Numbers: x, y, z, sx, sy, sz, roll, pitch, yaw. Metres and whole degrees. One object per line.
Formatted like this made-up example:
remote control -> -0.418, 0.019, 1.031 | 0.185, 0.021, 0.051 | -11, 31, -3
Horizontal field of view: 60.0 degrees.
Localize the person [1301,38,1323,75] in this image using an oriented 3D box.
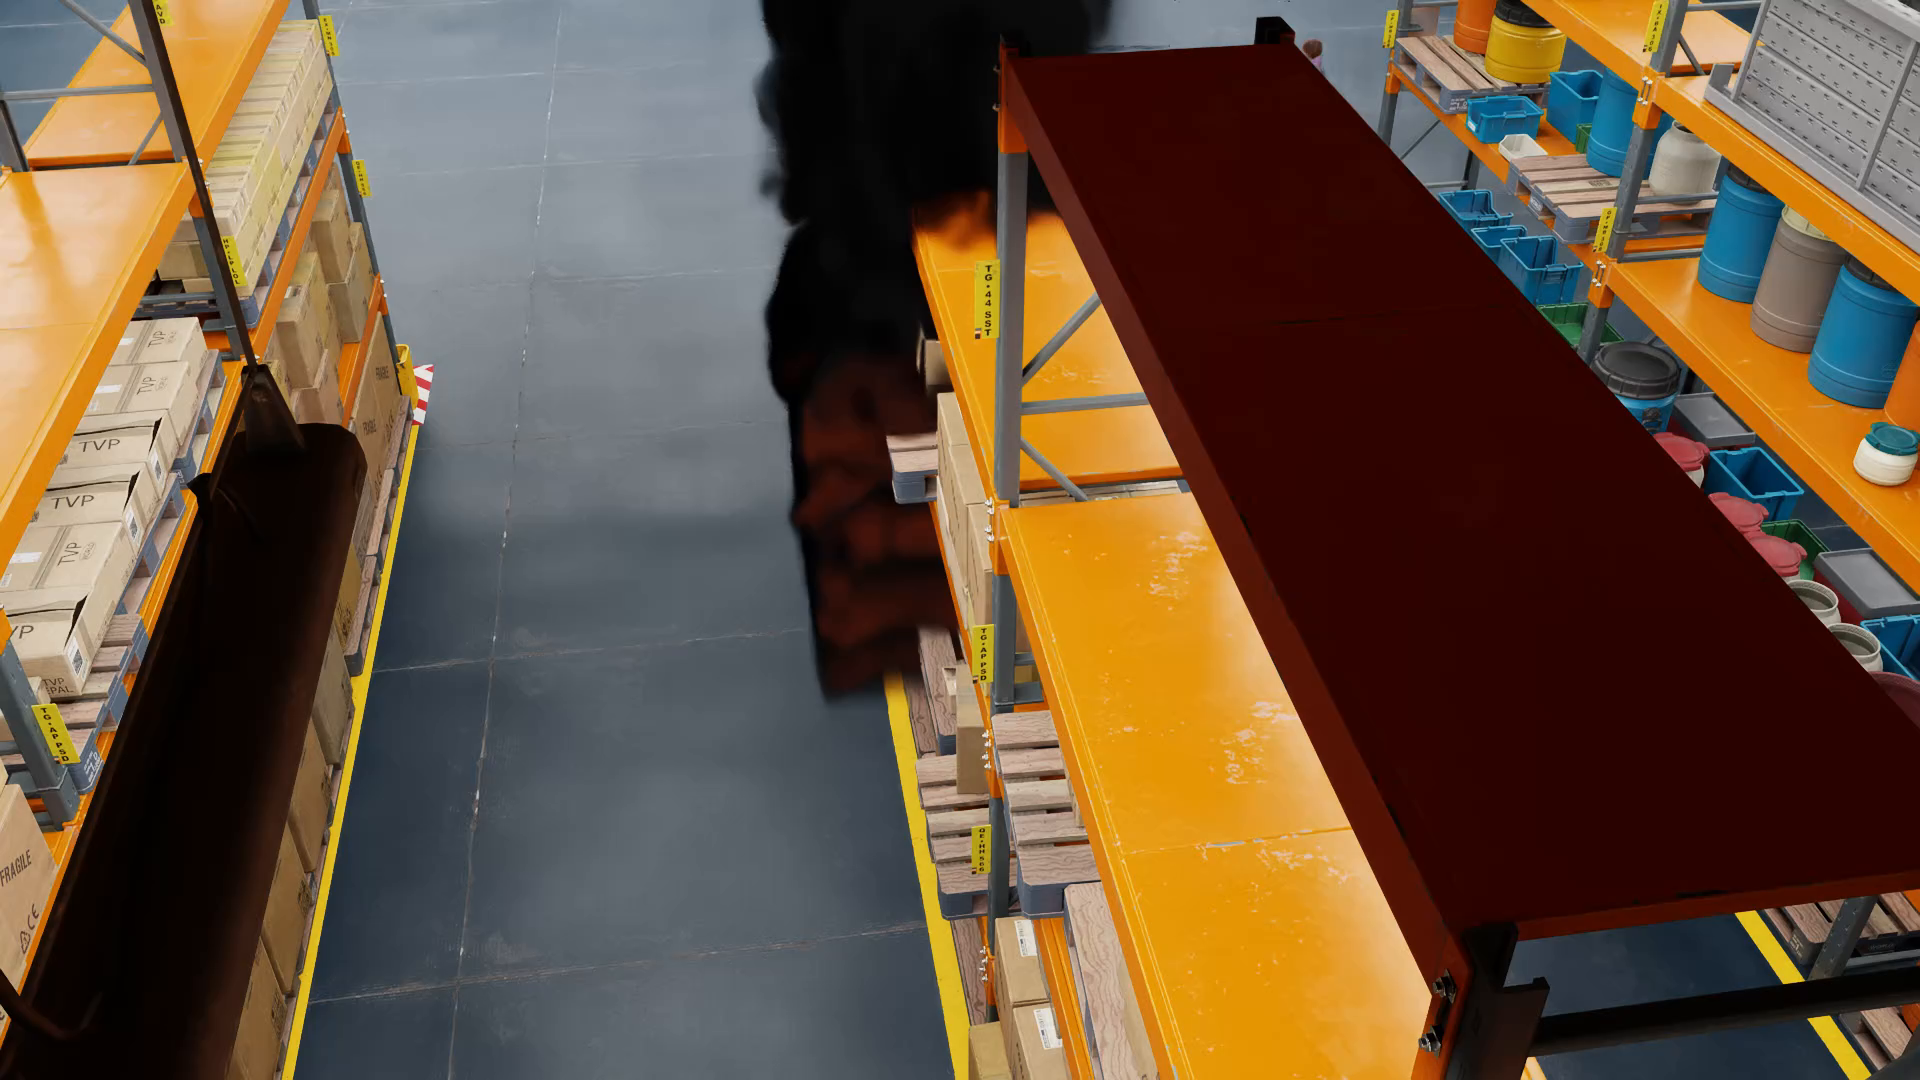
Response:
person -> 3.970, -4.889, 18.804 | 0.539, 1.575, 0.559 | 10, 37, 13
